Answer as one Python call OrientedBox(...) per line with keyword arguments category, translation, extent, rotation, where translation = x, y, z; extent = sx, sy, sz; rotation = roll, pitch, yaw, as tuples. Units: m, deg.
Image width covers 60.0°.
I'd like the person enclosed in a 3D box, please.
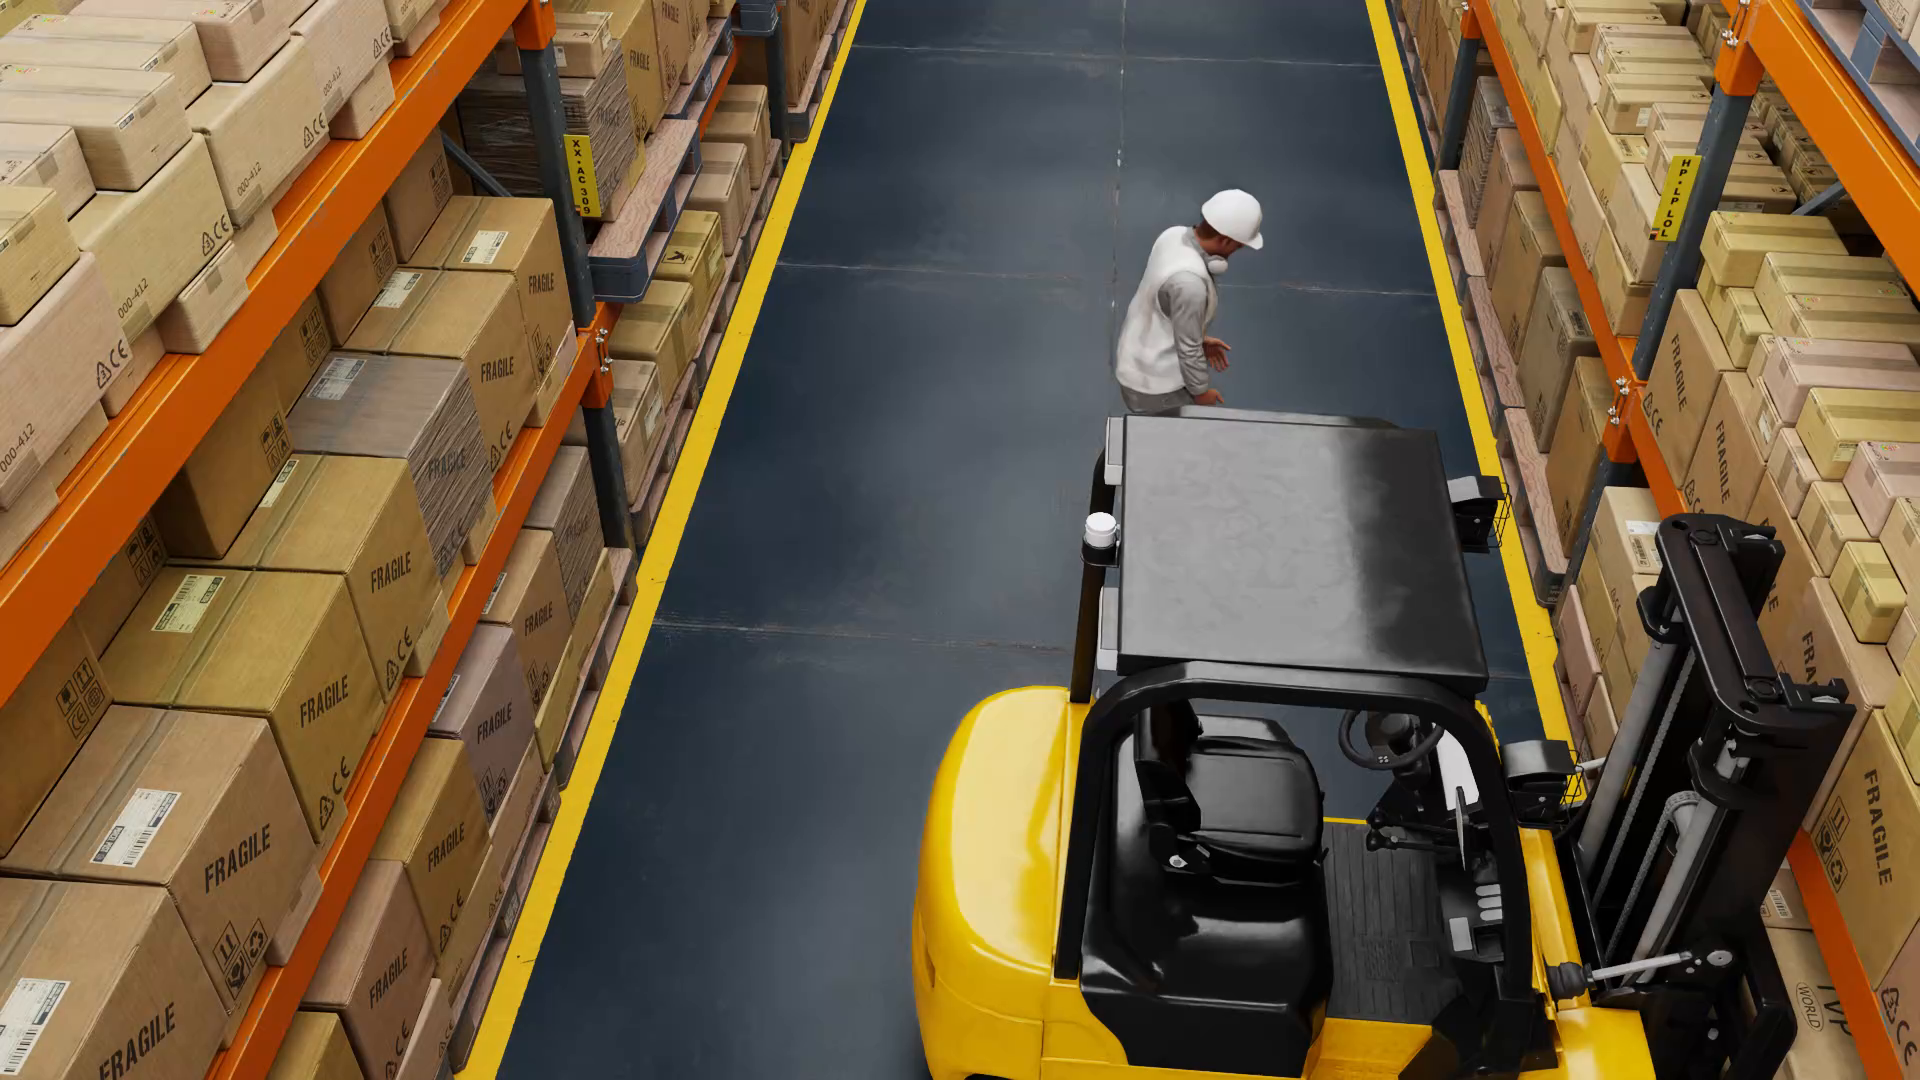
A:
OrientedBox(category="person", translation=(0.947, -0.751, 7.128), extent=(0.559, 1.665, 0.574), rotation=(4, 40, 5))
